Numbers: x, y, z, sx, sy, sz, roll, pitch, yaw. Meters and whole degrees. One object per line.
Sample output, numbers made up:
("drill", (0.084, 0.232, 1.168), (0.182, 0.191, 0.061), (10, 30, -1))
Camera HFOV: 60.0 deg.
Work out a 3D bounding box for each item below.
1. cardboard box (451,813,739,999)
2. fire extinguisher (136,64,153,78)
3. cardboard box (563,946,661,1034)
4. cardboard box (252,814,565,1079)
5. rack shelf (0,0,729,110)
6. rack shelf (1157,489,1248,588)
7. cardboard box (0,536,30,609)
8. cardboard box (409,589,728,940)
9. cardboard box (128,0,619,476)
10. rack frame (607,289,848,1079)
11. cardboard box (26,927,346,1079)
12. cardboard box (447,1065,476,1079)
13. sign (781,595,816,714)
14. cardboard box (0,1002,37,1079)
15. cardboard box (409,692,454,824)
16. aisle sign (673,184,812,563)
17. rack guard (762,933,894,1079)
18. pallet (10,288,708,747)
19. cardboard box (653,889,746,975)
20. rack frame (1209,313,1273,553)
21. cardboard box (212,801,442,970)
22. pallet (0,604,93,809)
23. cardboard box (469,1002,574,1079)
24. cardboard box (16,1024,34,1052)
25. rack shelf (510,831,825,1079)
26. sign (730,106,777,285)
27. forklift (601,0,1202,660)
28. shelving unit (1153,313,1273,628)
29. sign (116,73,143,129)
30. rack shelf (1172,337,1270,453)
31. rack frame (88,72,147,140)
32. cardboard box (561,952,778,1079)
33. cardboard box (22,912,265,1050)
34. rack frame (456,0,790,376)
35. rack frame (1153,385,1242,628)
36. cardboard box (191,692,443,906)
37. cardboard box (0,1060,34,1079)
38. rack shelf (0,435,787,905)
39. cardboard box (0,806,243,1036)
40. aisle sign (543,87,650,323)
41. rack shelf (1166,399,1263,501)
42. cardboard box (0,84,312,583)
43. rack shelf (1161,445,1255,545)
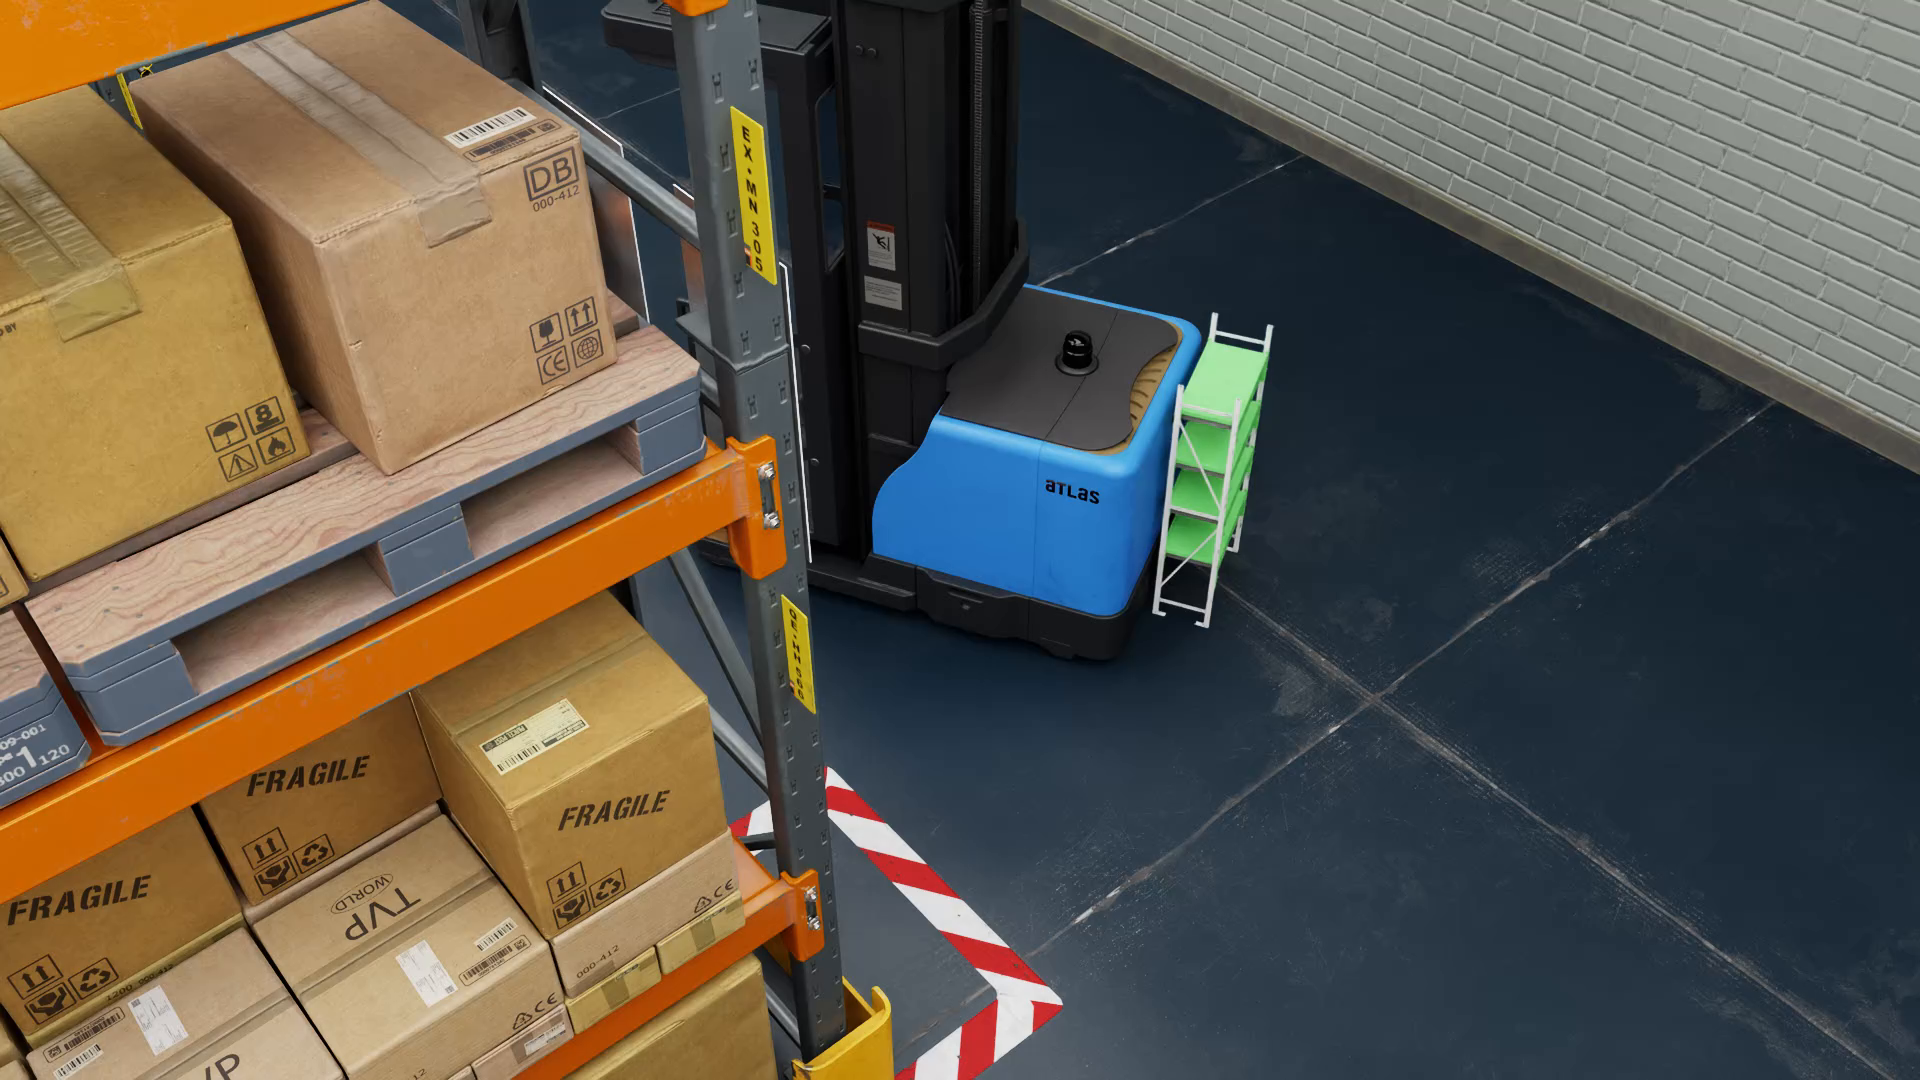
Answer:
("cardboard box", (-0.910, 0.780, 4.174), (0.500, 0.250, 0.500), (-31, 51, -28))
("fire extinguisher", (-3.479, -1.783, 7.340), (0.183, 0.674, 0.296), (-30, 51, -28))
("cardboard box", (-0.969, 1.018, 4.213), (0.250, 0.149, 0.380), (-29, 51, -28))
("cardboard box", (-1.300, 1.002, 3.937), (0.500, 0.250, 0.500), (-31, 51, -29))
("rack shelf", (-2.243, -0.419, 1.994), (4.000, 0.370, 1.077), (-30, 51, -28))
("rack shelf", (1.010, -0.039, 6.912), (0.258, 0.148, 0.480), (15, 45, 15))
("cardboard box", (-1.948, -0.145, 2.623), (0.500, 0.500, 0.700), (-33, 52, -30))
("cardboard box", (-0.914, 0.506, 3.918), (0.500, 0.500, 0.500), (-29, 50, -27))
("cardboard box", (-1.073, -0.581, 3.087), (0.500, 0.500, 0.700), (-33, 52, -30))
("rack frame", (-0.709, 0.482, 4.600), (0.127, 3.000, 1.000), (-30, 51, -28))
("cardboard box", (-1.690, 1.226, 3.699), (0.500, 0.250, 0.500), (-32, 52, -29))
("cardboard box", (-1.355, 1.237, 3.979), (0.250, 0.149, 0.380), (-29, 50, -27))
("sign", (-0.371, 0.264, 3.812), (0.005, 0.325, 0.100), (-30, 51, -28))
("cardboard box", (-2.429, 1.179, 3.749), (0.500, 0.250, 0.500), (-31, 51, -29))
("cardboard box", (-1.250, 0.497, 4.476), (0.500, 0.250, 0.500), (-31, 51, -29))
("aisle sign", (-0.461, -0.340, 3.576), (0.004, 0.787, 0.394), (-30, 51, -28))
("rack guard", (-0.690, 1.382, 5.467), (0.348, 0.500, 1.175), (-30, 51, -28))
("pallet", (-1.271, -0.248, 3.250), (1.213, 0.211, 1.003), (-30, 51, -28))
("cardboard box", (-0.771, 0.902, 4.335), (0.250, 0.149, 0.380), (-29, 50, -27))
("rack frame", (1.098, -0.416, 6.870), (0.240, 1.200, 0.015), (15, 45, 15))
("cardboard box", (-1.645, 0.729, 4.229), (0.500, 0.250, 0.500), (-30, 51, -28))
("pallet", (-2.208, 0.291, 2.677), (1.213, 0.211, 1.003), (-30, 51, -28))
("cardboard box", (-1.163, 1.128, 4.095), (0.250, 0.149, 0.380), (-30, 51, -28))
("cardboard box", (-2.372, 1.232, 3.984), (0.250, 0.149, 0.380), (-31, 51, -29))
("rack shelf", (-2.243, 1.622, 3.911), (4.000, 0.370, 1.077), (-30, 51, -28))
("sign", (-0.371, -0.615, 2.987), (0.005, 0.325, 0.100), (-30, 51, -28))
("forklift", (-0.586, -1.228, 6.471), (3.031, 2.935, 1.130), (15, 45, 16))
("shelving unit", (1.010, -0.261, 6.704), (0.258, 1.200, 0.503), (15, 45, 15))
("sign", (-3.521, -1.897, 7.013), (0.005, 0.325, 0.100), (-30, 51, -28))
("rack shelf", (1.009, -0.564, 6.420), (0.258, 0.148, 0.480), (15, 45, 15))
("rack frame", (-3.887, -2.119, 7.369), (0.127, 3.000, 1.000), (-30, 51, -28))
("cardboard box", (-1.149, 1.426, 4.839), (0.875, 0.875, 0.875), (-30, 51, -28))
("cardboard box", (-2.033, 0.947, 3.996), (0.500, 0.250, 0.500), (-32, 52, -29))
("rack frame", (-0.709, -1.705, 2.546), (0.127, 3.000, 1.000), (-30, 51, -28))
("rack frame", (0.921, -0.105, 6.539), (0.240, 1.200, 0.015), (15, 45, 15))
("cardboard box", (-1.634, 0.443, 3.985), (0.500, 0.500, 0.500), (-31, 51, -29))
("cardboard box", (-2.087, 1.457, 3.453), (0.500, 0.250, 0.500), (-30, 51, -28))
("rack shelf", (-2.243, 0.529, 2.884), (4.000, 0.370, 1.077), (-30, 51, -28))
("cardboard box", (-2.027, 0.674, 3.740), (0.500, 0.500, 0.500), (-31, 51, -29))
("aisle sign", (-0.846, -0.655, 3.911), (0.004, 0.787, 0.394), (-30, 51, -28))
("rack shelf", (1.009, -0.389, 6.584), (0.258, 0.148, 0.480), (15, 45, 15))
("cardboard box", (-1.582, -0.397, 2.892), (0.500, 0.500, 0.700), (-32, 52, -29))
("rack shelf", (1.010, -0.214, 6.748), (0.258, 0.148, 0.480), (15, 45, 15))
